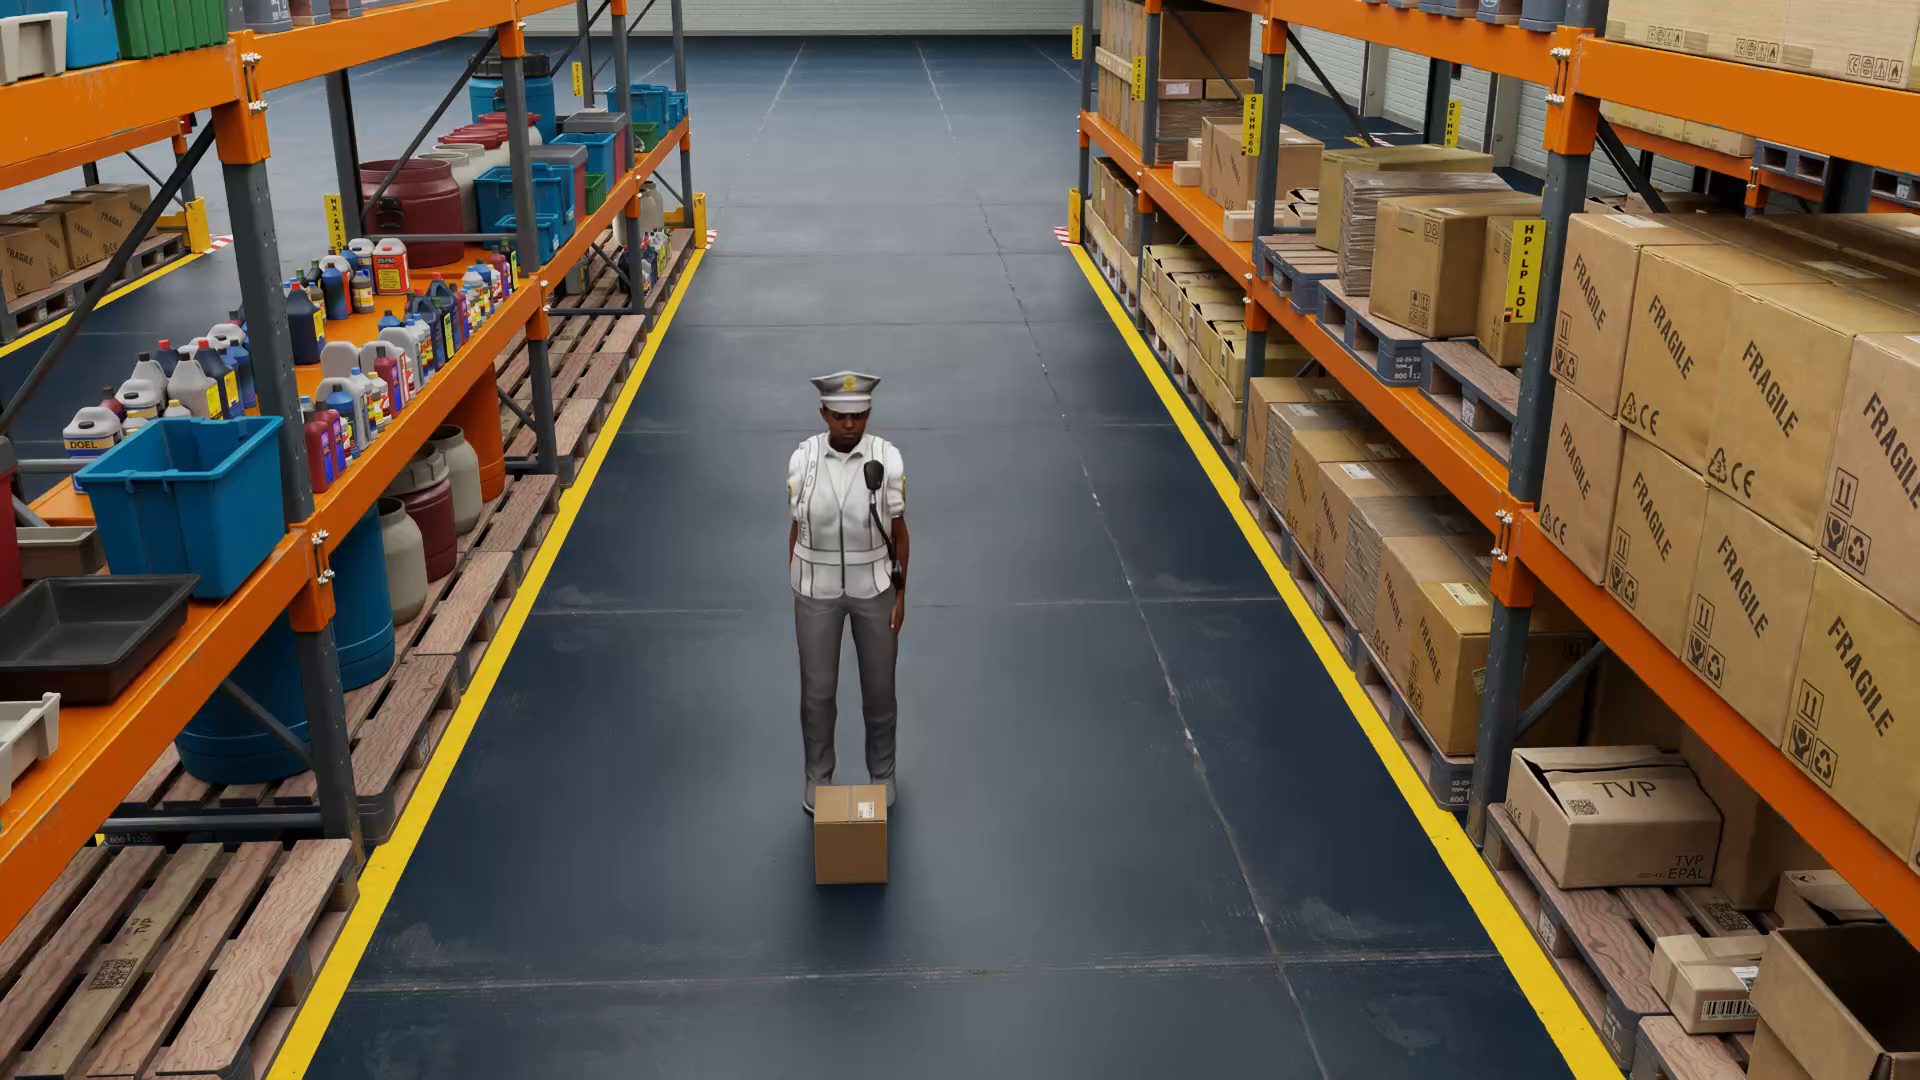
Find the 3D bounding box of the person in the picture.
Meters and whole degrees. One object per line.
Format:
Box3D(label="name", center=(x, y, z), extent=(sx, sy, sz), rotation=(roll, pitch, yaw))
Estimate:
Box3D(label="person", center=(-0.399, 0.205, 6.037), extent=(0.435, 1.700, 0.339), rotation=(-1, 21, -2))
